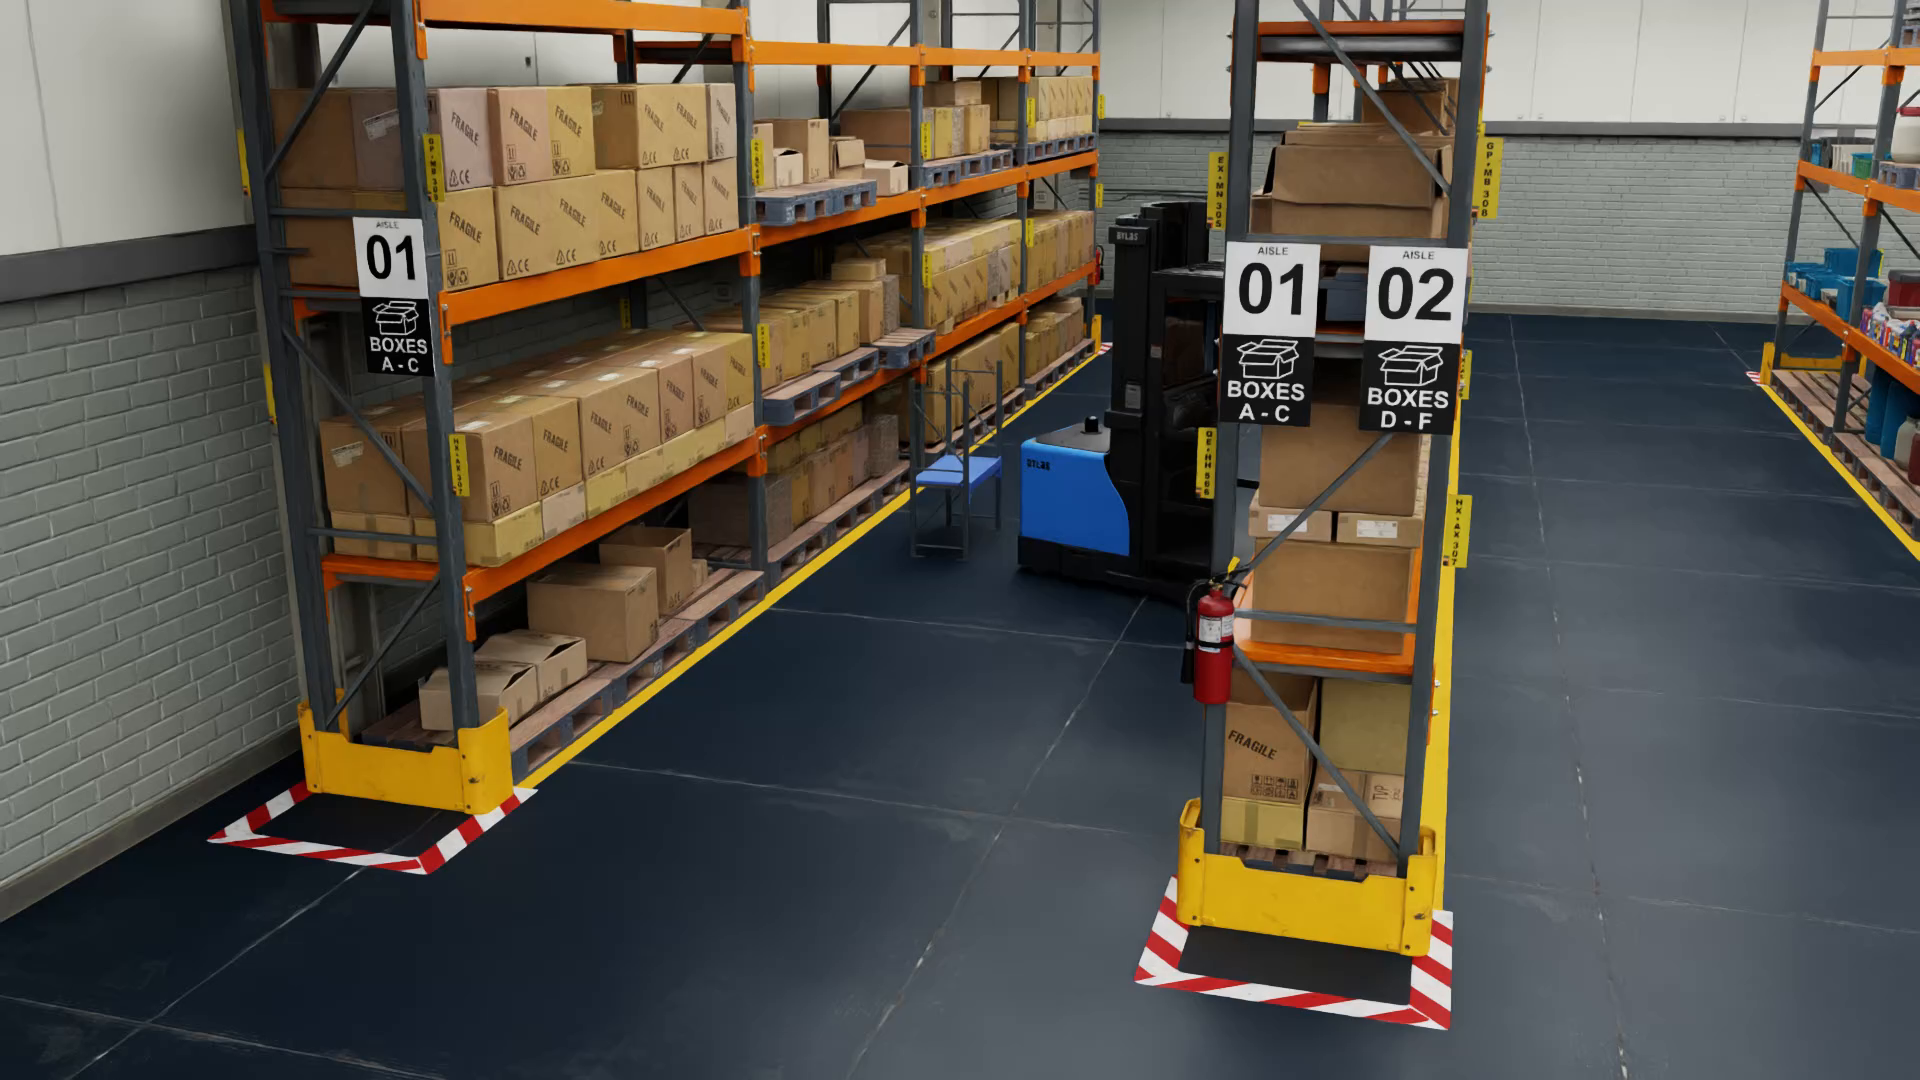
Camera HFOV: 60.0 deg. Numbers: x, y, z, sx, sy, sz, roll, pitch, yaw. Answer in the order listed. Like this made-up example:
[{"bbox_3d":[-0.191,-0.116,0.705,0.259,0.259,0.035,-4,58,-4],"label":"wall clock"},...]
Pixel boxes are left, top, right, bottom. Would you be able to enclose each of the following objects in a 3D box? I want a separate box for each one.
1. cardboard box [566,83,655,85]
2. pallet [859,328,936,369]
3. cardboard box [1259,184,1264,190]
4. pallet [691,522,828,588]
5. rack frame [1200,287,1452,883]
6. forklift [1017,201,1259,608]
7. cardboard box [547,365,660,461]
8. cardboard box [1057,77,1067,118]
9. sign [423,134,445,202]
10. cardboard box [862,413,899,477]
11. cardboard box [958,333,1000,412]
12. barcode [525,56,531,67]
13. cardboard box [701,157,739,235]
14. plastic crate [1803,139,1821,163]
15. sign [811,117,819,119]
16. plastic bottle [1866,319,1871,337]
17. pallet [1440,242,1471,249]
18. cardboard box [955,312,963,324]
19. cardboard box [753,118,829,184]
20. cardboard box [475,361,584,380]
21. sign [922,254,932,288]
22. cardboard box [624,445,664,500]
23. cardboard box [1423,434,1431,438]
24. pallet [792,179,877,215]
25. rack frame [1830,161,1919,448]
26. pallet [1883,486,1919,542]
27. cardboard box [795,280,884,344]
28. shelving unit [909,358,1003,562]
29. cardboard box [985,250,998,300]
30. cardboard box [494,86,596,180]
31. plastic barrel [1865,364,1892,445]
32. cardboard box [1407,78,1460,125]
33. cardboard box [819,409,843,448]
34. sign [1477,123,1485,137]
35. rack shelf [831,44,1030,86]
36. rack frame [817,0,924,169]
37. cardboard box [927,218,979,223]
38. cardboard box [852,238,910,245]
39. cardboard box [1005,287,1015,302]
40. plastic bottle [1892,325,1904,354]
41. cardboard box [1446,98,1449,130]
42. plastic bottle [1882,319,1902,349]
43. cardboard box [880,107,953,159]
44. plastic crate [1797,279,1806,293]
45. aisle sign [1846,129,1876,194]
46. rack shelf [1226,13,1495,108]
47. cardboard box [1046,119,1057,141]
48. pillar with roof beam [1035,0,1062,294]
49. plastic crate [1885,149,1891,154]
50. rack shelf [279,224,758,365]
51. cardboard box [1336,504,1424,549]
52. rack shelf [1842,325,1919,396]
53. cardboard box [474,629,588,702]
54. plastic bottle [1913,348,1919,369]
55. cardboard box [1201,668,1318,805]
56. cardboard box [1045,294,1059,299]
[{"bbox_3d":[-2.392,-2.935,11.629,0.500,0.500,0.500,5,17,17],"label":"cardboard box"},{"bbox_3d":[-0.943,-1.818,15.594,1.213,0.211,1.003,5,16,16],"label":"pallet"},{"bbox_3d":[1.867,-1.766,8.698,0.500,0.311,0.500,7,17,22],"label":"cardboard box"},{"bbox_3d":[-1.759,0.079,13.664,1.003,0.211,1.213,5,16,16],"label":"pallet"},{"bbox_3d":[1.635,0.371,7.525,1.000,3.000,0.127,5,16,16],"label":"rack frame"},{"bbox_3d":[1.959,-1.028,12.582,3.031,2.935,1.130,11,19,34],"label":"forklift"},{"bbox_3d":[-2.254,-0.811,10.557,0.500,0.500,0.500,5,17,18],"label":"cardboard box"},{"bbox_3d":[1.041,-5.563,20.896,0.500,0.500,0.500,5,17,16],"label":"cardboard box"},{"bbox_3d":[-2.595,-1.834,8.199,0.100,0.325,0.005,5,16,16],"label":"sign"},{"bbox_3d":[-0.997,-0.922,15.857,0.700,0.500,0.500,5,17,17],"label":"cardboard box"},{"bbox_3d":[-0.015,-1.907,18.725,0.750,0.750,0.750,5,17,18],"label":"cardboard box"},{"bbox_3d":[-2.786,-3.085,10.732,0.001,0.075,0.075,5,16,16],"label":"barcode"},{"bbox_3d":[-1.886,-2.408,11.604,0.500,0.500,0.500,5,17,17],"label":"cardboard box"},{"bbox_3d":[10.553,-4.731,20.255,0.497,0.269,0.590,5,16,16],"label":"plastic crate"},{"bbox_3d":[-1.372,-3.880,15.923,0.100,0.325,0.005,5,16,16],"label":"sign"},{"bbox_3d":[9.227,-2.159,16.807,0.097,0.201,0.097,0,16,0],"label":"plastic bottle"},{"bbox_3d":[2.205,-1.533,8.902,1.003,0.211,1.213,5,16,16],"label":"pallet"},{"bbox_3d":[-0.188,-2.401,17.721,0.380,0.149,0.250,5,17,17],"label":"cardboard box"},{"bbox_3d":[-1.396,-3.211,13.705,0.500,0.500,0.500,4,16,14],"label":"cardboard box"},{"bbox_3d":[-2.747,-0.849,10.688,0.500,0.500,0.500,5,17,17],"label":"cardboard box"},{"bbox_3d":[-0.319,-2.585,15.968,0.100,0.325,0.005,5,16,16],"label":"sign"},{"bbox_3d":[-2.242,-0.455,10.673,0.500,0.250,0.500,5,17,16],"label":"cardboard box"},{"bbox_3d":[2.465,-0.546,9.386,0.380,0.149,0.250,5,17,18],"label":"cardboard box"},{"bbox_3d":[-1.410,-2.836,13.679,1.213,0.211,1.003,5,16,16],"label":"pallet"},{"bbox_3d":[9.793,-2.384,17.236,1.000,3.000,0.127,5,16,16],"label":"rack frame"},{"bbox_3d":[8.840,-0.205,14.665,1.003,0.211,1.213,5,16,16],"label":"pallet"},{"bbox_3d":[-1.099,-2.093,15.222,0.700,0.500,0.500,3,16,11],"label":"cardboard box"},{"bbox_3d":[-0.024,-0.699,14.046,0.538,1.500,1.048,5,16,16],"label":"shelving unit"},{"bbox_3d":[0.119,-2.947,18.458,0.500,0.500,0.500,5,16,16],"label":"cardboard box"},{"bbox_3d":[-2.447,-2.338,9.527,0.500,0.500,0.500,5,17,17],"label":"cardboard box"},{"bbox_3d":[9.622,-1.435,16.968,0.600,0.901,0.708,5,16,16],"label":"plastic barrel"},{"bbox_3d":[5.425,-4.991,18.915,0.700,0.500,0.500,5,16,16],"label":"cardboard box"},{"bbox_3d":[-1.360,-1.004,14.771,0.500,0.250,0.500,5,16,16],"label":"cardboard box"},{"bbox_3d":[4.438,-3.407,14.254,0.100,0.325,0.005,5,16,16],"label":"sign"},{"bbox_3d":[-0.274,-4.976,17.434,1.077,0.370,4.000,5,16,16],"label":"rack shelf"},{"bbox_3d":[-0.842,-4.991,15.436,1.000,3.000,0.127,5,16,16],"label":"rack frame"},{"bbox_3d":[-0.086,-3.613,19.432,0.500,0.250,0.500,5,17,18],"label":"cardboard box"},{"bbox_3d":[-0.811,-2.941,17.061,0.500,0.250,0.500,4,16,14],"label":"cardboard box"},{"bbox_3d":[0.421,-2.862,19.347,0.380,0.149,0.250,5,17,17],"label":"cardboard box"},{"bbox_3d":[8.908,-1.899,15.763,0.097,0.271,0.097,0,16,0],"label":"plastic bottle"},{"bbox_3d":[4.831,-4.384,17.655,0.600,0.600,0.600,3,16,11],"label":"cardboard box"},{"bbox_3d":[9.033,-1.990,16.076,0.152,0.276,0.135,5,16,16],"label":"plastic bottle"},{"bbox_3d":[-0.489,-4.226,17.245,0.700,0.500,0.500,6,17,19],"label":"cardboard box"},{"bbox_3d":[10.181,-3.038,19.916,0.250,0.136,0.298,5,16,16],"label":"plastic crate"},{"bbox_3d":[11.231,-4.677,20.557,0.394,0.787,0.004,5,16,16],"label":"aisle sign"},{"bbox_3d":[2.203,-2.500,8.704,1.077,0.370,4.000,5,16,16],"label":"rack shelf"},{"bbox_3d":[0.902,-5.065,20.516,0.500,0.250,0.500,4,16,15],"label":"cardboard box"},{"bbox_3d":[5.497,-7.524,24.365,9.100,9.000,0.400,5,16,16],"label":"pillar with roof beam"},{"bbox_3d":[10.923,-4.491,19.557,0.450,0.188,0.336,5,16,16],"label":"plastic crate"},{"bbox_3d":[-2.547,-1.633,10.409,1.077,0.370,4.000,5,16,16],"label":"rack shelf"},{"bbox_3d":[1.953,-0.075,7.726,0.380,0.149,0.250,5,16,15],"label":"cardboard box"},{"bbox_3d":[9.225,-1.514,15.489,1.077,0.370,4.000,5,16,16],"label":"rack shelf"},{"bbox_3d":[-2.671,0.746,10.322,0.500,0.311,0.500,6,17,20],"label":"cardboard box"},{"bbox_3d":[8.672,-1.648,15.006,0.097,0.201,0.097,0,16,0],"label":"plastic bottle"},{"bbox_3d":[1.502,0.968,8.316,0.500,0.500,0.500,5,16,16],"label":"cardboard box"},{"bbox_3d":[1.172,-3.367,23.326,0.380,0.149,0.250,5,17,16],"label":"cardboard box"}]
